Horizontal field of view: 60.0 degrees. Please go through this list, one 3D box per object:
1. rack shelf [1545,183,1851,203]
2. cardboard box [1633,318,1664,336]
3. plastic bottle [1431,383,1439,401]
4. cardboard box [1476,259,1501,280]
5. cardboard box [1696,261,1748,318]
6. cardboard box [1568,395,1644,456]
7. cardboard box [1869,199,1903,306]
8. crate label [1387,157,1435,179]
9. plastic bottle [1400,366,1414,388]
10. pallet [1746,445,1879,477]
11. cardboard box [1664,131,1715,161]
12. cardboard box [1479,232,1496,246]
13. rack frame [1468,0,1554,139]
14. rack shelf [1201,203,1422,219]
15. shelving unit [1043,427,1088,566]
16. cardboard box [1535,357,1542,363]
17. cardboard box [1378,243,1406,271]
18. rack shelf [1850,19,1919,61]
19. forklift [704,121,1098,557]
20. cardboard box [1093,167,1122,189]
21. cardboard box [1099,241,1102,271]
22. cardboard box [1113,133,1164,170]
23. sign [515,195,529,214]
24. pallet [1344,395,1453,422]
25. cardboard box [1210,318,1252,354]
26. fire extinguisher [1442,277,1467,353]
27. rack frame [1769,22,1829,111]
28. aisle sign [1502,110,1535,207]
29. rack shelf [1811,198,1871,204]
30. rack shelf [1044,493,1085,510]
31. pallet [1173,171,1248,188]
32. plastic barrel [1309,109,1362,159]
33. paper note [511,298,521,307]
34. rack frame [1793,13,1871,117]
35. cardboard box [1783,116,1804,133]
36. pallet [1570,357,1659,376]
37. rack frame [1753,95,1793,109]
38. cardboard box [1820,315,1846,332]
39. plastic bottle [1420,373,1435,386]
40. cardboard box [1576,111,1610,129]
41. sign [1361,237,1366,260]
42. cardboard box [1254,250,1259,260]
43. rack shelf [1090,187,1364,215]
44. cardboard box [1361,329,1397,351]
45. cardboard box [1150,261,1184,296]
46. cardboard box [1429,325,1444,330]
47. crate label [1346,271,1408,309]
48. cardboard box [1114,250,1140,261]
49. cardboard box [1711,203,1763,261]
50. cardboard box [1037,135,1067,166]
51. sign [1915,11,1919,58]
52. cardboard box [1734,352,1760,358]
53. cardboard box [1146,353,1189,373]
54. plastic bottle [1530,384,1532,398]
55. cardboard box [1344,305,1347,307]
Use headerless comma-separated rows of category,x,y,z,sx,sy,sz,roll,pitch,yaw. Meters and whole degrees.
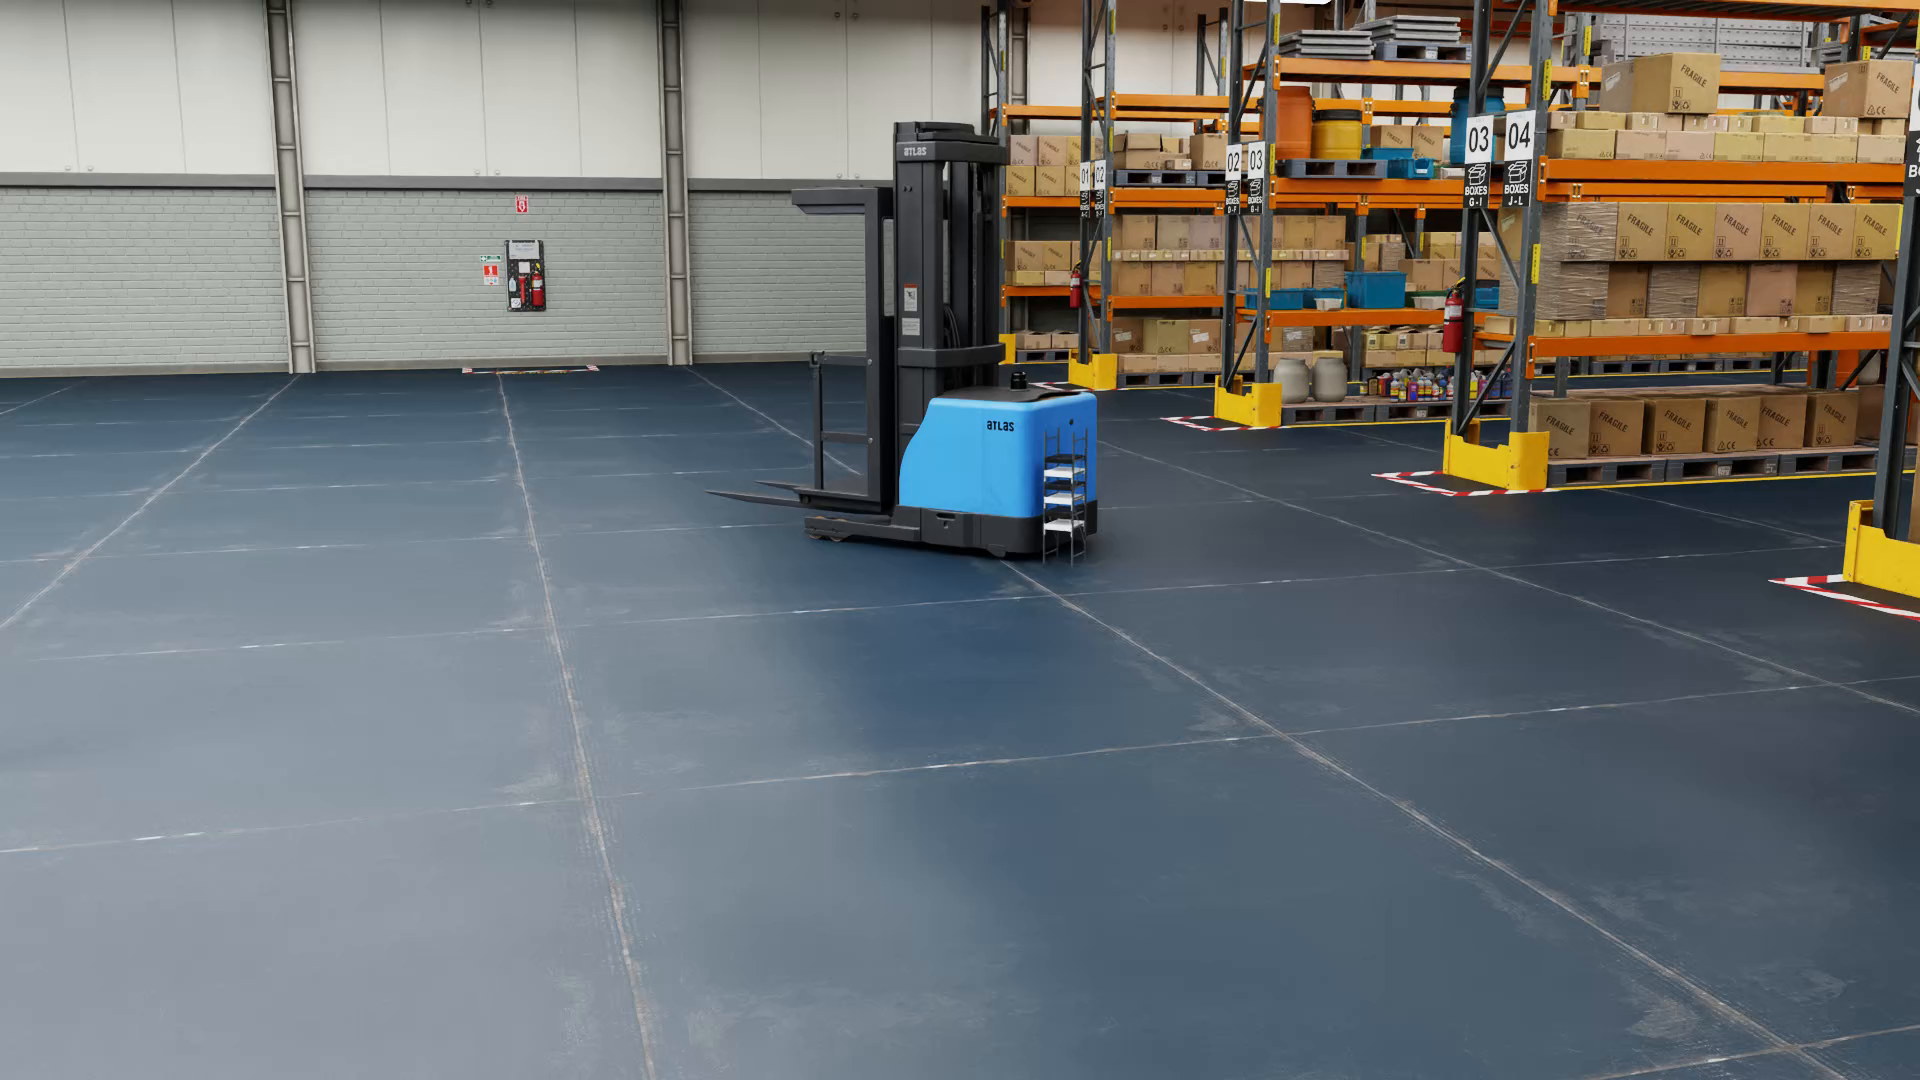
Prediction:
rack shelf,9.092,-4.291,20.771,4.000,0.370,1.077,-3,11,-16
cardboard box,6.021,-1.901,14.783,0.250,0.149,0.380,-3,11,-16
plastic bottle,5.679,-1.771,19.895,0.097,0.201,0.097,0,10,0
cardboard box,8.025,-4.093,25.720,0.500,0.500,0.500,-4,11,-19
cardboard box,6.673,-2.310,15.214,0.500,0.500,0.875,-3,11,-16
cardboard box,5.884,-1.047,15.192,0.500,0.500,0.500,0,10,-1
cardboard box,9.358,-2.725,15.745,1.000,1.000,1.000,-3,11,-16
crate label,5.220,-4.305,19.273,0.408,0.251,0.502,-3,11,-16
plastic bottle,5.512,-1.973,20.578,0.185,0.351,0.144,-3,11,-14
pallet,7.921,-0.796,15.785,1.213,0.211,1.003,-3,11,-16
cardboard box,6.220,-3.437,14.562,0.500,0.250,0.500,-3,11,-16
cardboard box,9.746,-5.598,30.948,0.500,0.250,0.500,-3,11,-16
rack frame,4.715,-4.955,14.108,0.127,3.000,1.000,-3,11,-16
rack shelf,6.323,-6.013,30.126,4.000,0.370,1.077,-3,11,-16
shelving unit,0.707,-0.294,11.160,0.210,0.900,0.258,5,12,26
cardboard box,8.700,-2.890,25.897,0.500,0.250,0.500,-3,11,-17
cardboard box,7.794,-5.233,30.695,0.500,0.500,0.700,-4,11,-23
rack shelf,10.476,-4.708,15.859,4.000,0.370,1.077,-3,11,-16
forklift,-0.530,-1.503,12.117,3.031,2.935,1.130,7,12,32
cardboard box,2.484,-6.174,28.684,0.500,0.500,0.500,-2,11,-12
cardboard box,2.572,-4.941,28.890,0.500,0.500,0.500,-3,11,-14
cardboard box,2.503,-5.557,23.829,0.637,0.503,0.797,-2,11,-12
sign,-7.188,-5.509,27.282,0.199,0.298,0.001,-3,11,-16
pallet,5.341,-1.608,20.196,1.213,0.211,1.003,-3,11,-16
cardboard box,3.968,-3.014,24.497,0.500,0.500,0.500,-3,11,-16
fire extinguisher,4.477,-2.041,15.062,0.183,0.674,0.296,-3,11,-16
rack frame,13.472,-7.285,26.762,0.127,3.000,1.000,-3,11,-16
aisle sign,4.740,-3.228,14.116,0.004,0.787,0.394,-3,11,-16
rack shelf,15.392,-5.557,27.649,4.000,0.370,1.077,-3,11,-16
rack shelf,0.707,-0.261,11.166,0.200,0.077,0.258,5,12,26
pallet,3.810,-5.252,24.252,1.213,0.211,1.003,-3,11,-16
plastic barrel,4.390,-4.720,19.435,0.600,0.588,0.600,0,10,0
paper note,-7.341,-3.922,27.496,0.142,0.148,0.016,-3,11,-16
rack frame,11.012,-6.221,20.984,0.127,3.000,1.000,-3,11,-16
cardboard box,7.299,-3.694,14.855,0.250,0.149,0.380,-3,11,-14
pallet,10.359,-2.792,26.628,1.213,0.211,1.003,-3,11,-16
rack frame,15.924,-8.348,32.538,0.127,3.000,1.000,-3,11,-16
cardboard box,7.932,-2.008,15.365,0.250,0.149,0.380,-3,11,-16
plastic bottle,5.757,-1.921,20.503,0.135,0.276,0.152,-3,11,-16
cardboard box,5.320,-3.572,14.194,0.250,0.149,0.380,-3,11,-15
sign,5.947,-4.298,24.497,0.005,0.325,0.100,-3,11,-16
cardboard box,4.370,-4.183,24.414,0.250,0.149,0.380,-3,11,-14
rack shelf,3.870,-4.950,24.350,4.000,0.370,1.077,-3,11,-16
cardboard box,6.257,-3.037,25.145,0.500,0.311,0.500,-3,11,-16
cardboard box,2.905,-3.825,24.263,0.500,0.500,0.700,-3,11,-14
cardboard box,7.560,-3.207,26.067,0.500,0.311,0.500,-3,11,-17
crate label,5.022,-3.023,20.086,0.616,0.435,0.502,-3,11,-16
cardboard box,2.387,-4.078,23.843,0.250,0.149,0.380,-3,11,-16
cardboard box,6.760,-2.748,14.831,0.500,0.500,0.500,-3,11,-16
cardboard box,1.495,-6.608,28.277,0.500,0.500,0.500,-3,11,-17
sign,5.866,-3.104,10.112,0.005,0.325,0.100,-3,11,-16
cardboard box,12.601,-3.223,26.957,0.500,0.500,0.500,-3,11,-16
cardboard box,3.006,-2.596,24.296,0.500,0.250,0.500,-3,11,-16
plastic bottle,6.910,-1.836,20.247,0.097,0.201,0.097,0,10,0
cardboard box,7.001,-4.285,30.656,0.500,0.250,0.500,-3,11,-15
